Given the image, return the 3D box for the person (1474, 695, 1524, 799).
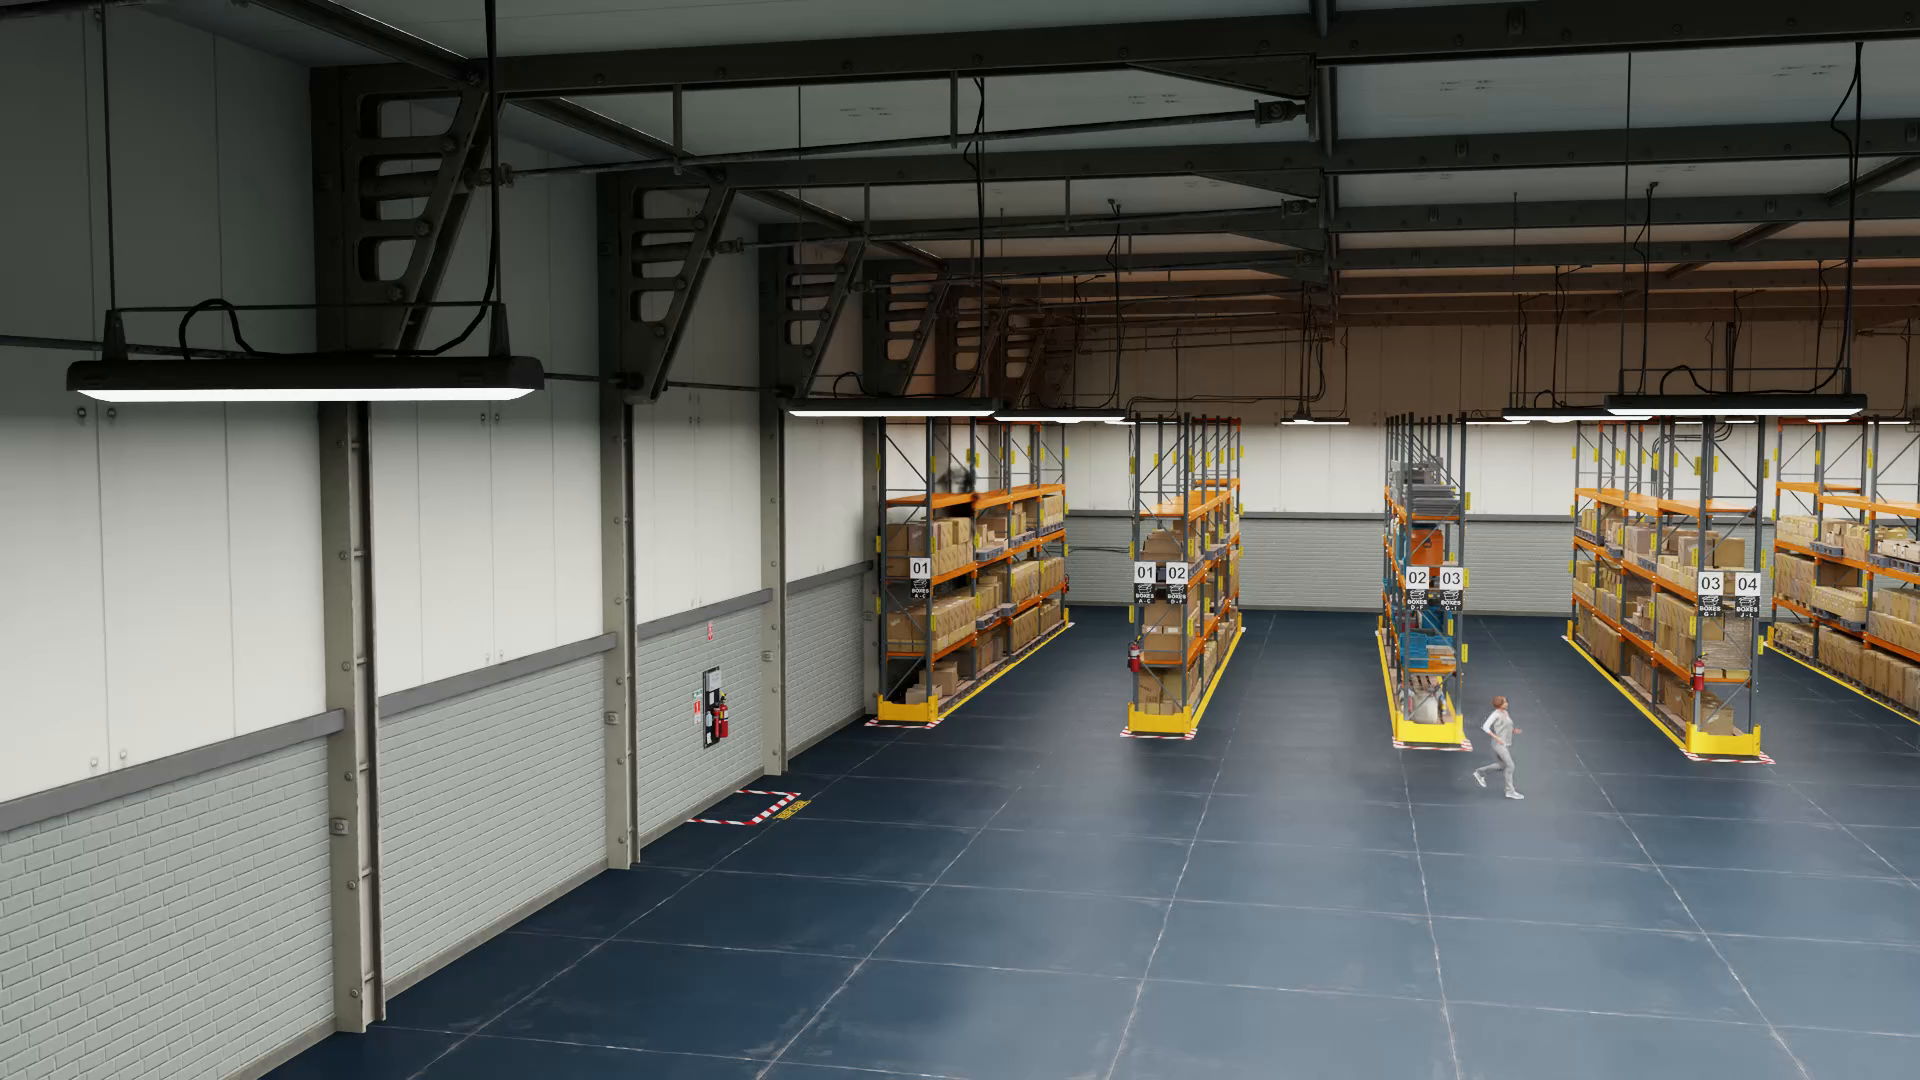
[{"bbox_3d":[8.351,3.196,25.772,0.822,1.550,0.547,3,5,38],"label":"person"}]
